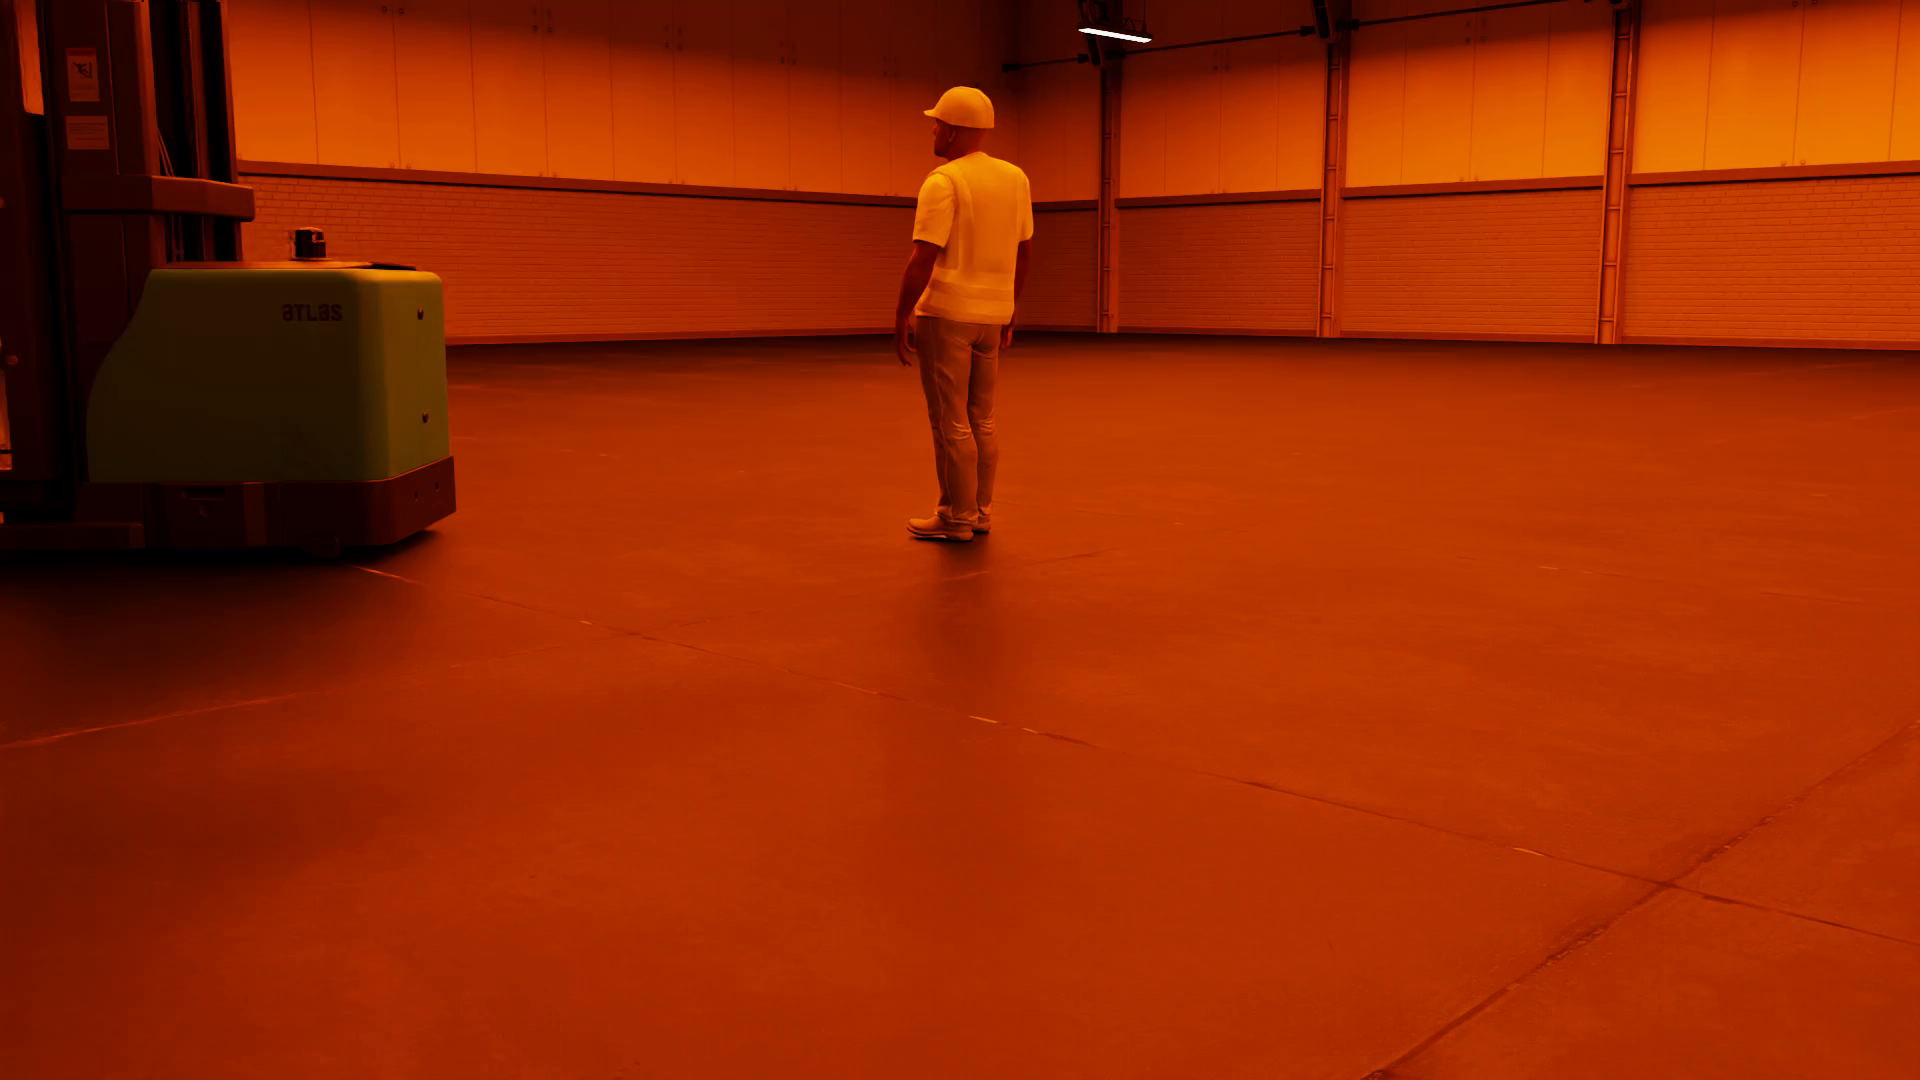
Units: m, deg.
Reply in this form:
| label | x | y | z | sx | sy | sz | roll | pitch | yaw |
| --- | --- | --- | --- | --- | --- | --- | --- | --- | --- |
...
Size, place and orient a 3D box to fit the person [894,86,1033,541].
| label | x | y | z | sx | sy | sz | roll | pitch | yaw |
| --- | --- | --- | --- | --- | --- | --- | --- | --- | --- |
| person | -0.047 | -0.888 | 6.636 | 0.575 | 1.768 | 0.666 | 8 | 12 | 43 |

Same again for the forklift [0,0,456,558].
| label | x | y | z | sx | sy | sz | roll | pitch | yaw |
| --- | --- | --- | --- | --- | --- | --- | --- | --- | --- |
| forklift | -3.624 | -1.424 | 6.328 | 3.031 | 2.935 | 1.130 | 0 | 9 | -2 |
